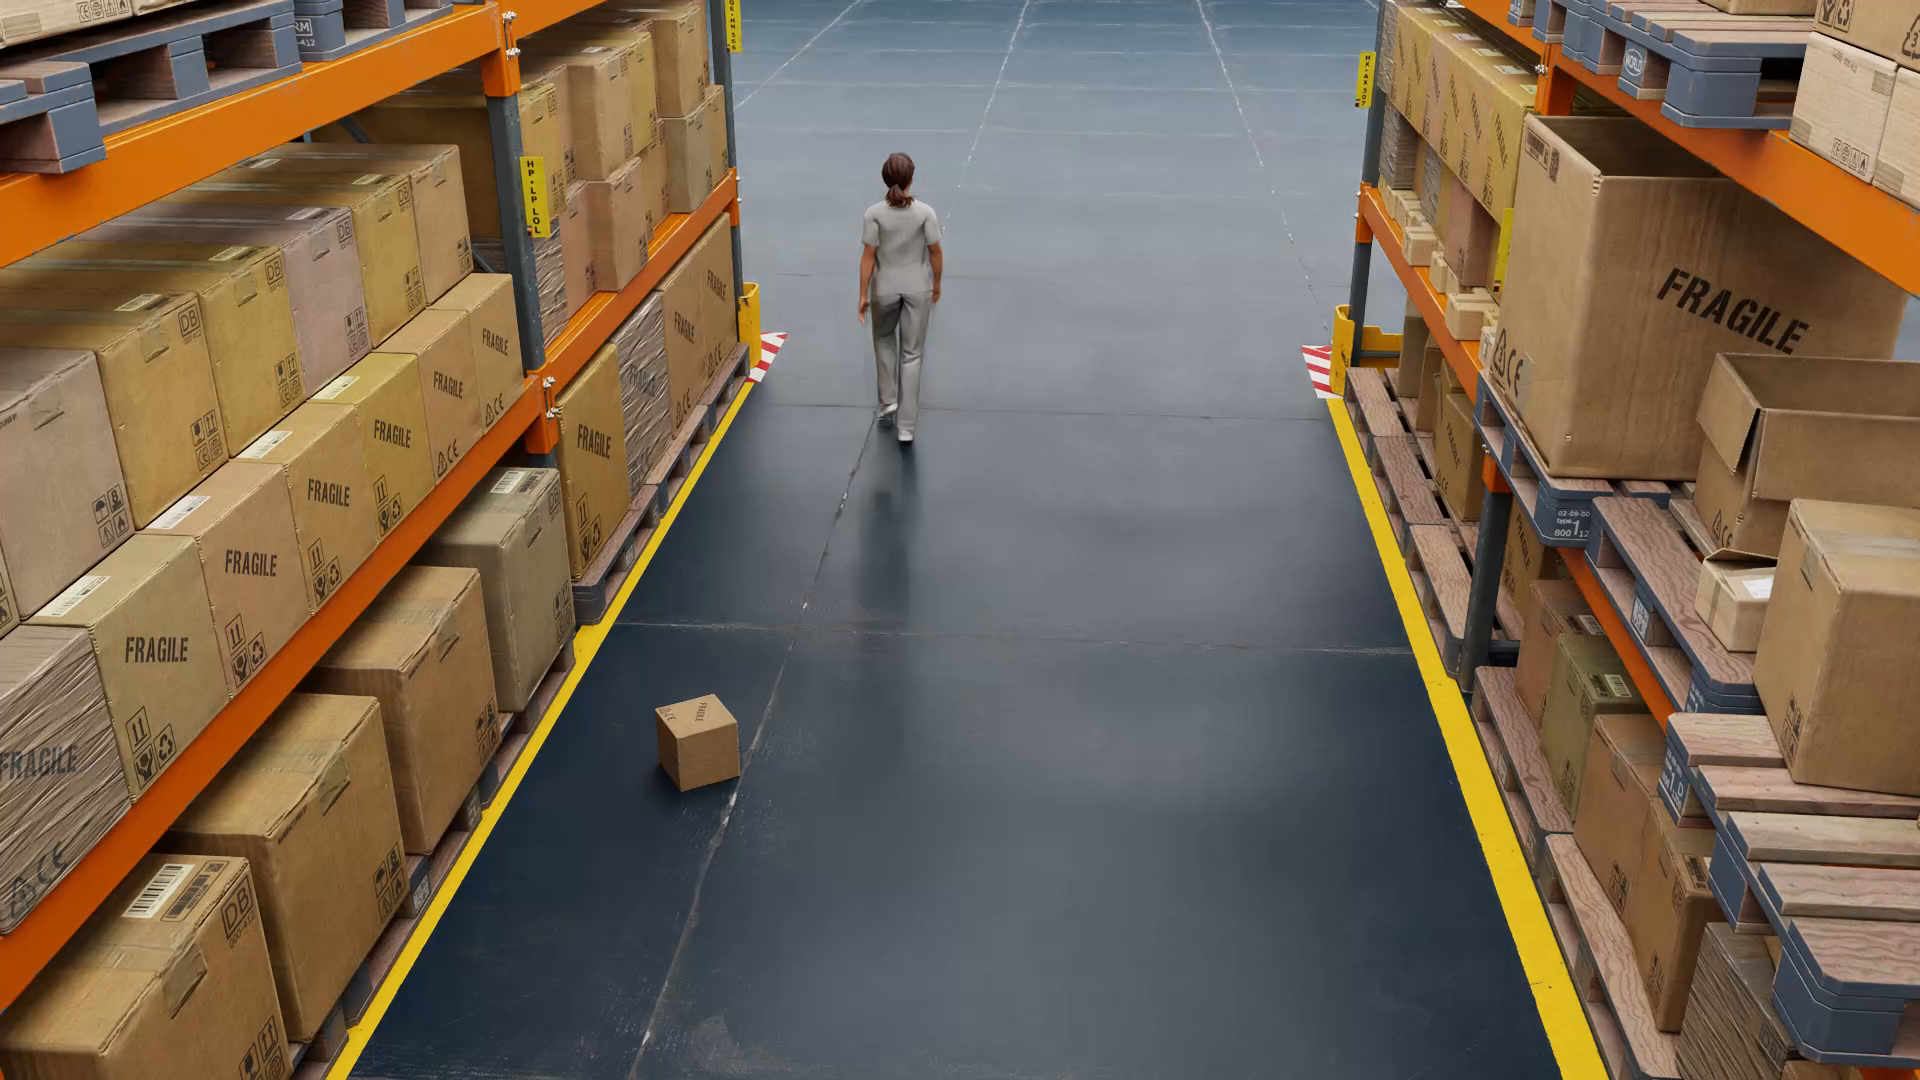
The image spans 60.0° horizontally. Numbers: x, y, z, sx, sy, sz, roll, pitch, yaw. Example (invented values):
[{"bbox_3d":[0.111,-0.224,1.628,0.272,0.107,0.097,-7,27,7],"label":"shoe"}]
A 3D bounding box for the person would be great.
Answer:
[{"bbox_3d":[-0.344,-1.417,9.729,0.487,1.719,0.666,0,25,0],"label":"person"}]
